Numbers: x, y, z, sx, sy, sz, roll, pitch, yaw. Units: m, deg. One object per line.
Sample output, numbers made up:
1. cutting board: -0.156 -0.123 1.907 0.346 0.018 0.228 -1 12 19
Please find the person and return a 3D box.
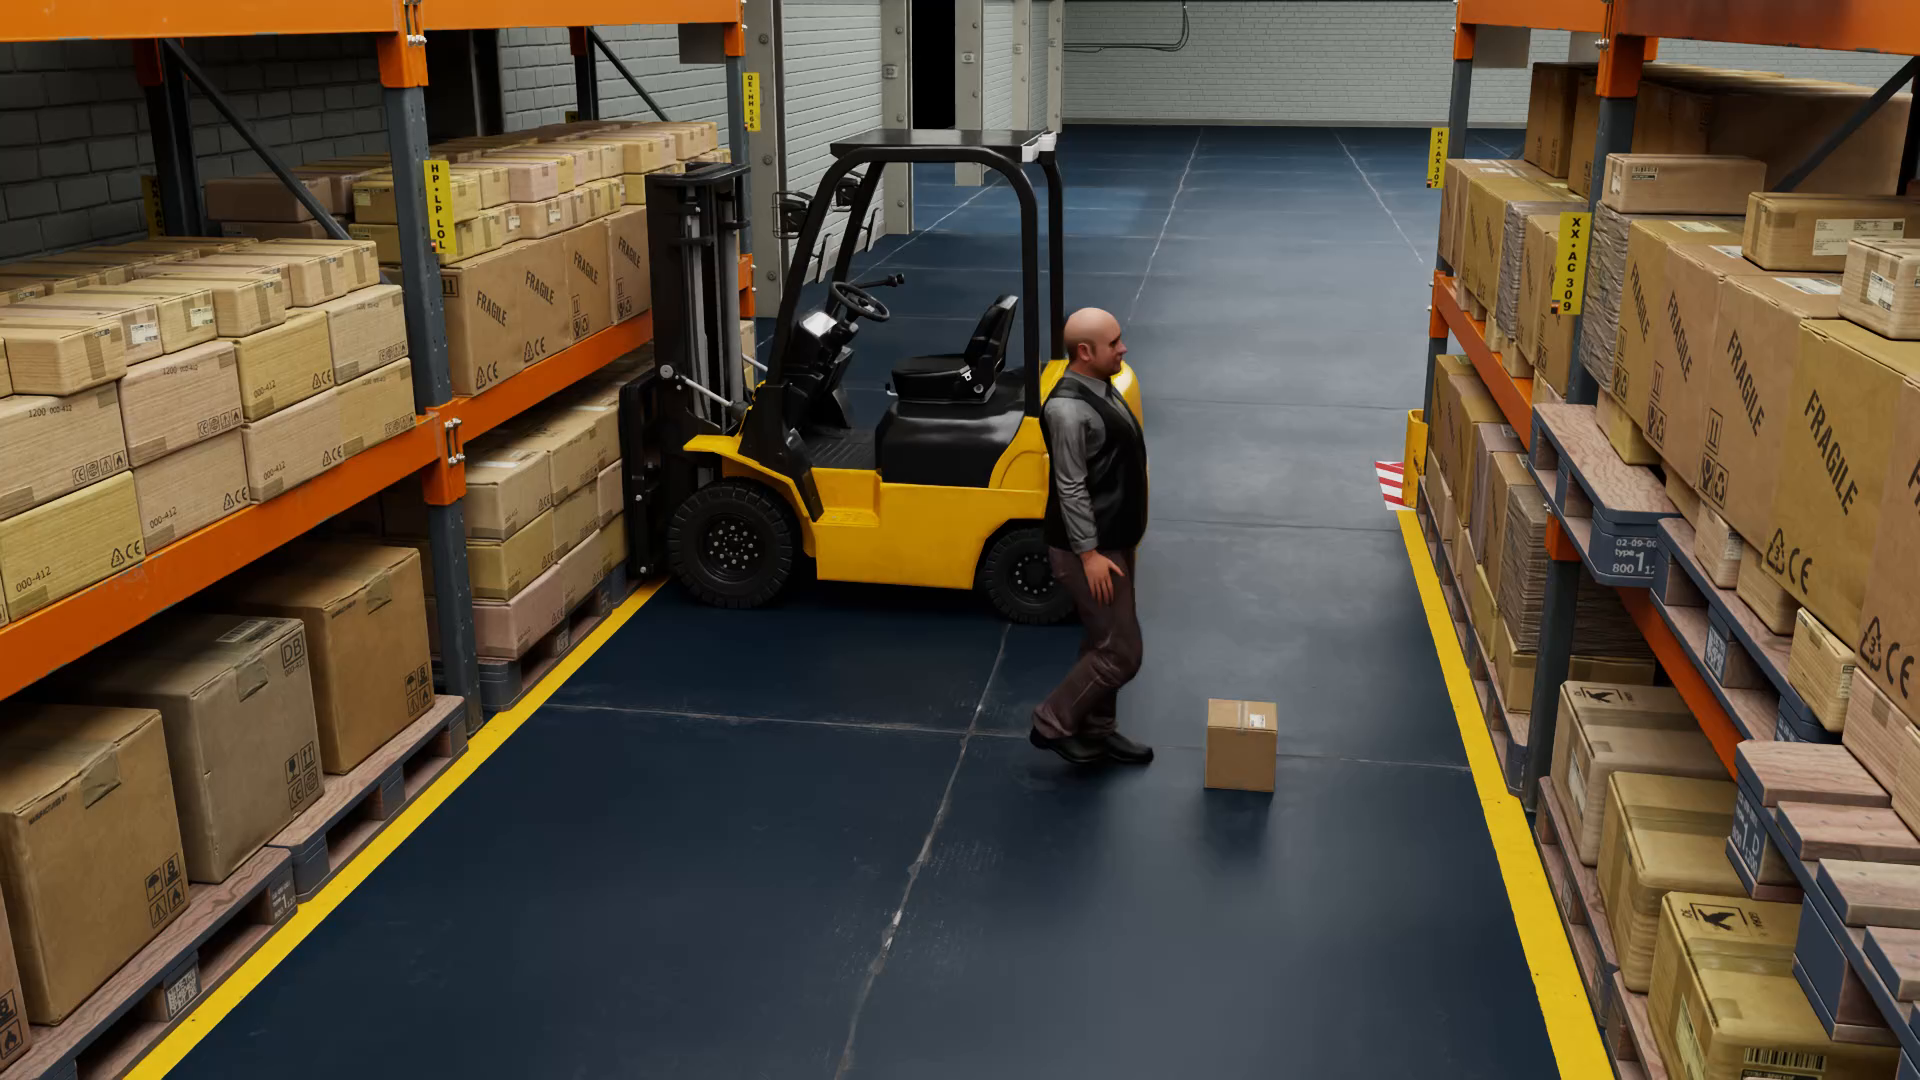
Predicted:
1. person: 0.490 0.027 5.978 0.430 1.732 0.554 5 19 17
